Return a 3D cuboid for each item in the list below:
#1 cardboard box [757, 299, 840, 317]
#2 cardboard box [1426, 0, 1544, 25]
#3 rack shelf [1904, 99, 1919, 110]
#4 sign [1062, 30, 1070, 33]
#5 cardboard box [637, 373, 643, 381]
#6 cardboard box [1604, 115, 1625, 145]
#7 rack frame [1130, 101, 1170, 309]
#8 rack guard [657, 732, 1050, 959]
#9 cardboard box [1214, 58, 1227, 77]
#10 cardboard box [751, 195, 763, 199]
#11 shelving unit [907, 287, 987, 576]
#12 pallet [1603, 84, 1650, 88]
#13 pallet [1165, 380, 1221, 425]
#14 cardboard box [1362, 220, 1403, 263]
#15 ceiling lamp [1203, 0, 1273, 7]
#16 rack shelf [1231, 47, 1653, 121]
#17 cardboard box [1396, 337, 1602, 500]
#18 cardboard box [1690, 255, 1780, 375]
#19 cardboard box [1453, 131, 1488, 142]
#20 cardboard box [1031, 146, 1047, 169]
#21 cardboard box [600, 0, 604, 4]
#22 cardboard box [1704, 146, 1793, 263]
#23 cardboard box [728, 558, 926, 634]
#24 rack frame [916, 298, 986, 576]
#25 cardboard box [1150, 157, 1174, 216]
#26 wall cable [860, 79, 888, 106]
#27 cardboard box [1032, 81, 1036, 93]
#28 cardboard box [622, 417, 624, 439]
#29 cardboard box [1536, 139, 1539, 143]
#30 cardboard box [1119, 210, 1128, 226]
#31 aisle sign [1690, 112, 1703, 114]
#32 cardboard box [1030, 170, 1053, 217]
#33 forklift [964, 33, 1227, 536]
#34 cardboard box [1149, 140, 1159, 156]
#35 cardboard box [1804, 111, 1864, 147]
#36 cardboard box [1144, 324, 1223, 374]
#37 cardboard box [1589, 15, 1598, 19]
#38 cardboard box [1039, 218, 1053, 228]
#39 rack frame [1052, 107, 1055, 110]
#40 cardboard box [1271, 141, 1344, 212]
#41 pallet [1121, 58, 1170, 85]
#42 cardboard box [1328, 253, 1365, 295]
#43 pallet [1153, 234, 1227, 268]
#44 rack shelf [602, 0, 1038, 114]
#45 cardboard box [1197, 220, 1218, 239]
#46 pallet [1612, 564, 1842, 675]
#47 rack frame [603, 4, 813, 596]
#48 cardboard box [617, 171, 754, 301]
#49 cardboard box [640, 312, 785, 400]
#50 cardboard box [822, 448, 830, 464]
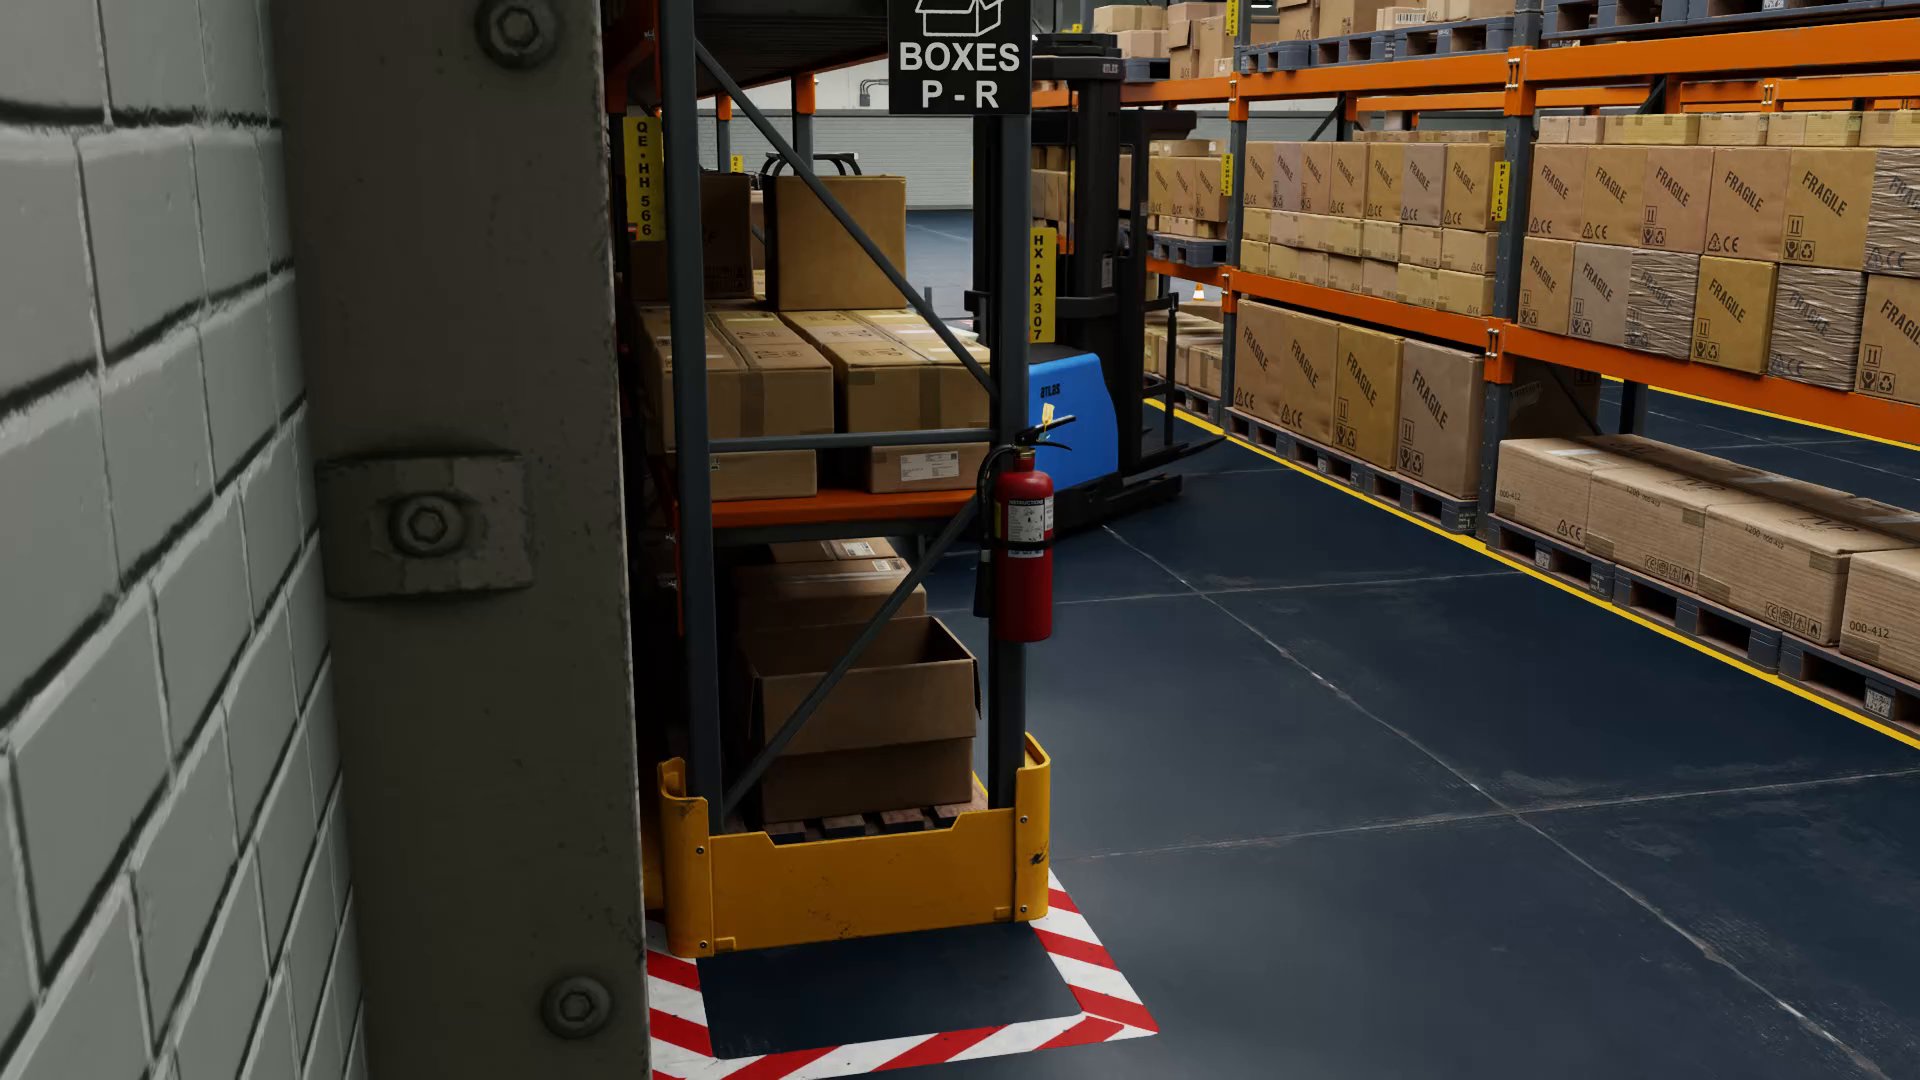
[{"bbox_3d":[-0.528,-0.819,6.648,0.500,0.250,0.500,-4,14,-15],"label":"cardboard box"},{"bbox_3d":[3.171,-3.287,10.046,0.500,0.311,0.500,-3,14,-13],"label":"cardboard box"},{"bbox_3d":[11.806,-4.522,17.312,1.077,0.370,4.000,-3,14,-13],"label":"rack shelf"},{"bbox_3d":[1.308,-6.160,20.634,0.100,0.325,0.005,-3,14,-13],"label":"sign"},{"bbox_3d":[-1.053,-0.570,6.468,0.380,0.149,0.250,-3,14,-13],"label":"cardboard box"},{"bbox_3d":[3.581,-2.125,8.622,0.380,0.149,0.250,-3,14,-14],"label":"cardboard box"},{"bbox_3d":[1.704,-3.324,17.211,1.000,3.000,0.127,-3,14,-13],"label":"rack frame"},{"bbox_3d":[-0.320,0.919,5.112,1.175,0.500,0.348,-3,14,-13],"label":"rack guard"},{"bbox_3d":[2.299,-3.854,13.590,0.380,0.149,0.250,-3,14,-13],"label":"cardboard box"},{"bbox_3d":[-1.259,-1.697,9.456,0.700,0.500,0.500,-3,14,-13],"label":"cardboard box"},{"bbox_3d":[-0.199,-0.628,9.339,0.431,1.500,0.755,-6,15,-24],"label":"shelving unit"},{"bbox_3d":[6.963,-4.469,15.976,1.003,0.211,1.213,-3,14,-11],"label":"pallet"},{"bbox_3d":[2.461,-1.227,14.503,1.003,0.211,1.213,-3,14,-13],"label":"pallet"},{"bbox_3d":[2.990,-1.970,10.934,0.500,0.250,0.500,-3,14,-12],"label":"cardboard box"},{"bbox_3d":[7.752,-16.607,46.643,2.000,3.185,0.800,-3,14,-13],"label":"ceiling lamp"},{"bbox_3d":[3.113,-3.047,11.274,1.077,0.370,4.000,-3,14,-13],"label":"rack shelf"},{"bbox_3d":[3.359,-0.788,10.426,0.875,0.875,0.875,-3,14,-11],"label":"cardboard box"},{"bbox_3d":[3.784,-1.053,7.708,0.500,0.500,0.500,-3,14,-12],"label":"cardboard box"},{"bbox_3d":[6.196,-4.428,19.138,0.875,0.550,0.550,-3,14,-13],"label":"cardboard box"},{"bbox_3d":[1.208,-4.702,19.910,0.700,0.500,0.500,-3,14,-13],"label":"cardboard box"},{"bbox_3d":[-1.399,-2.597,7.604,0.500,0.250,0.500,-4,14,-14],"label":"cardboard box"},{"bbox_3d":[3.797,-1.537,7.580,0.500,0.500,0.500,-3,14,-14],"label":"cardboard box"},{"bbox_3d":[-0.517,0.387,6.406,0.700,0.500,0.500,-3,14,-11],"label":"cardboard box"},{"bbox_3d":[-0.048,-0.549,9.015,0.400,1.500,0.023,-6,15,-24],"label":"rack frame"},{"bbox_3d":[2.014,-3.122,14.664,0.500,0.500,0.500,-4,14,-17],"label":"cardboard box"},{"bbox_3d":[-1.993,-16.524,51.435,2.305,6.003,0.169,-3,14,-13],"label":"wall cable"},{"bbox_3d":[0.935,-5.130,18.815,0.380,0.149,0.250,-4,14,-15],"label":"cardboard box"},{"bbox_3d":[-1.675,-0.635,9.219,0.380,0.149,0.250,-3,14,-13],"label":"cardboard box"},{"bbox_3d":[6.614,-4.043,17.837,0.700,0.500,0.500,-4,14,-14],"label":"cardboard box"},{"bbox_3d":[1.737,-3.080,15.856,0.380,0.149,0.250,-3,14,-12],"label":"cardboard box"},{"bbox_3d":[10.091,-6.059,22.930,0.394,0.787,0.004,-3,14,-13],"label":"aisle sign"},{"bbox_3d":[0.979,-3.961,18.982,0.500,0.500,0.500,-4,14,-14],"label":"cardboard box"},{"bbox_3d":[0.817,-1.710,10.752,1.130,2.935,3.031,9,16,33],"label":"forklift"},{"bbox_3d":[1.826,-3.663,15.510,0.380,0.149,0.250,-2,14,-10],"label":"cardboard box"},{"bbox_3d":[3.890,-1.768,7.158,0.380,0.149,0.250,-3,14,-12],"label":"cardboard box"},{"bbox_3d":[2.166,-1.804,15.644,0.950,0.372,0.625,-3,14,-11],"label":"cardboard box"},{"bbox_3d":[3.805,-3.209,9.819,0.396,0.266,0.258,-3,14,-14],"label":"cardboard box"},{"bbox_3d":[1.090,-3.493,18.433,0.380,0.149,0.250,-3,14,-14],"label":"cardboard box"},{"bbox_3d":[0.764,-4.246,20.988,1.000,3.000,0.127,-3,14,-13],"label":"rack frame"},{"bbox_3d":[2.647,-2.694,12.315,0.500,0.500,0.500,-3,14,-13],"label":"cardboard box"},{"bbox_3d":[1.992,-4.302,15.291,1.213,0.211,1.003,-3,14,-13],"label":"pallet"},{"bbox_3d":[2.888,-1.849,11.489,0.500,0.250,0.500,-3,14,-13],"label":"cardboard box"},{"bbox_3d":[2.372,-2.466,14.105,1.213,0.211,1.003,-3,14,-13],"label":"pallet"},{"bbox_3d":[-0.772,-1.847,6.361,1.077,0.370,4.000,-3,14,-13],"label":"rack shelf"},{"bbox_3d":[2.204,-2.603,13.906,0.380,0.149,0.250,-3,14,-12],"label":"cardboard box"},{"bbox_3d":[3.975,0.338,8.097,1.003,0.211,1.213,-3,14,-13],"label":"pallet"},{"bbox_3d":[-1.242,-1.200,8.521,1.000,3.000,0.127,-3,14,-13],"label":"rack frame"},{"bbox_3d":[-1.150,-1.278,6.947,0.500,0.500,0.500,-4,14,-15],"label":"cardboard box"},{"bbox_3d":[-0.900,-0.674,6.056,0.500,0.250,0.500,-3,14,-11],"label":"cardboard box"},{"bbox_3d":[-0.313,-0.362,5.616,0.380,0.149,0.250,-3,14,-14],"label":"cardboard box"}]
